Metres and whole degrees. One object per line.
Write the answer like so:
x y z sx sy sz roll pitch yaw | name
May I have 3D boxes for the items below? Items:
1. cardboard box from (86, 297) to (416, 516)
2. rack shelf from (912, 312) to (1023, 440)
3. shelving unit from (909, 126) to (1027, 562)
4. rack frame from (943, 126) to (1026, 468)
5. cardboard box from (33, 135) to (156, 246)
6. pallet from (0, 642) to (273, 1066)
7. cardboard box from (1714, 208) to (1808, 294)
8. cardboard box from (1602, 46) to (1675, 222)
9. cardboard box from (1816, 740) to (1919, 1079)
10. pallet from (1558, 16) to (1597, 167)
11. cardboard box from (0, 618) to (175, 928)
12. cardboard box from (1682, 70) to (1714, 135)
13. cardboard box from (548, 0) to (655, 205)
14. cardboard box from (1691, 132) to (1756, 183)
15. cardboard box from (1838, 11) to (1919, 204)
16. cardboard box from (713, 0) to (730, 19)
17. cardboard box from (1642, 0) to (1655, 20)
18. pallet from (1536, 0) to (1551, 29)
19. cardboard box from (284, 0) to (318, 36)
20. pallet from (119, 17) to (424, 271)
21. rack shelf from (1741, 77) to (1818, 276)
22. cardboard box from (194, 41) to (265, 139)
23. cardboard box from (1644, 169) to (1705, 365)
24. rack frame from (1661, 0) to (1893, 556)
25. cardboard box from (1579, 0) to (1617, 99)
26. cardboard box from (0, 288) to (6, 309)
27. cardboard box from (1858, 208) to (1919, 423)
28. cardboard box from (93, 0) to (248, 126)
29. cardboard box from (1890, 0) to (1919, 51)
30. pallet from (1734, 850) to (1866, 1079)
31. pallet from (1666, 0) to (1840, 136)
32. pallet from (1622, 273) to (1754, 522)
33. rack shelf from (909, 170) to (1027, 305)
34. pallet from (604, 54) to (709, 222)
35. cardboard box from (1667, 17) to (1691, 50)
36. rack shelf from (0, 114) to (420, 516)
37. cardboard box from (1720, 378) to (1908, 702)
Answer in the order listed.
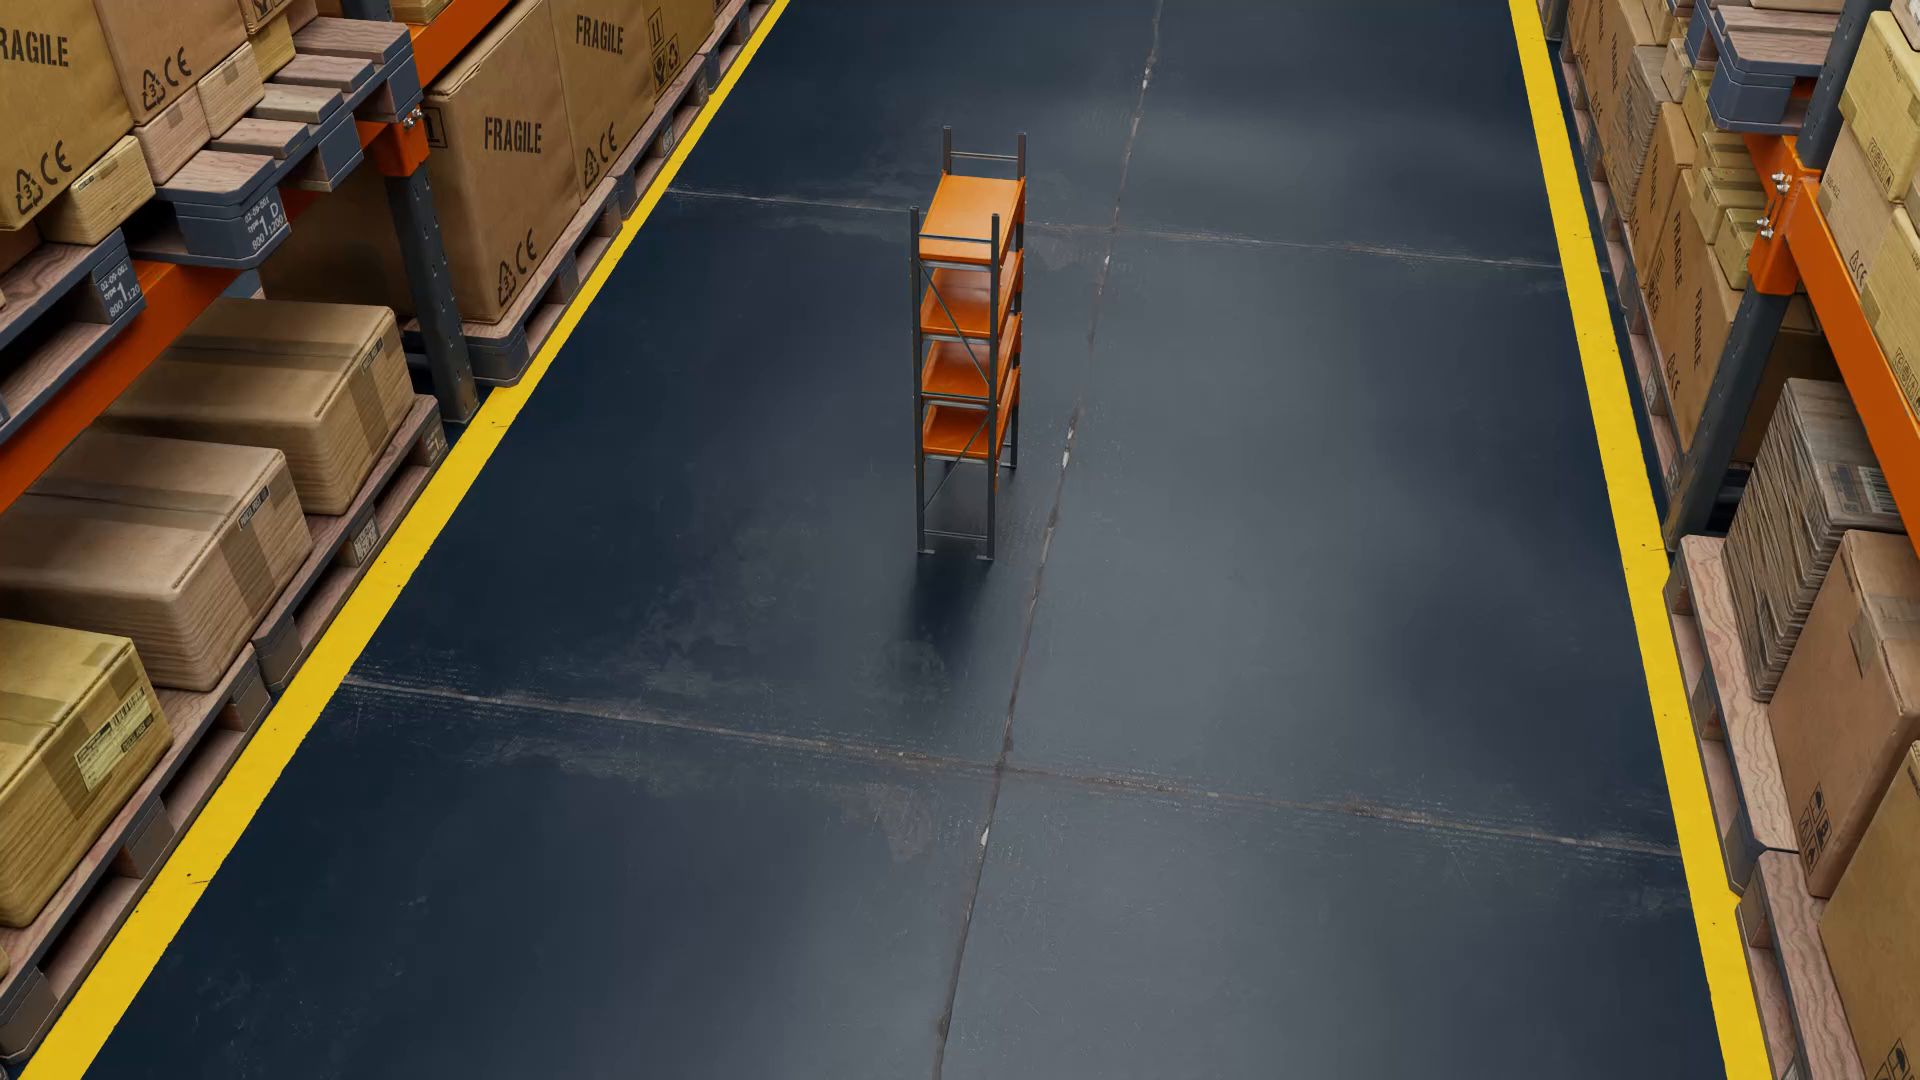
-2.287 -0.434 5.154 0.950 0.372 0.625 4 40 5 | cardboard box
0.029 -0.514 5.036 0.258 0.148 0.480 6 40 8 | rack shelf
0.029 -0.566 4.993 0.258 1.200 0.503 6 40 8 | shelving unit
0.071 -0.719 5.179 0.240 1.200 0.015 6 40 8 | rack frame
-2.064 -0.801 3.733 0.380 0.149 0.250 7 40 8 | cardboard box
-2.529 0.690 4.250 1.003 0.211 1.213 6 40 8 | pallet
2.546 -0.880 5.083 0.380 0.149 0.250 5 40 5 | cardboard box
2.828 -1.551 6.404 0.500 0.500 0.500 5 40 6 | cardboard box
2.367 0.883 3.362 0.875 0.625 0.625 5 40 6 | cardboard box
3.299 -2.015 7.521 1.003 0.211 1.213 6 40 8 | pallet
-2.543 0.505 4.018 0.950 0.372 0.625 8 40 9 | cardboard box
2.785 -1.532 5.873 0.380 0.149 0.250 6 40 7 | cardboard box
-1.819 -1.965 6.611 0.875 0.875 0.875 7 40 8 | cardboard box
2.652 -1.215 5.489 0.380 0.149 0.250 5 40 6 | cardboard box
2.368 -0.980 3.806 0.500 0.250 0.500 6 40 8 | cardboard box
-1.515 -3.094 7.976 0.875 0.875 0.875 8 40 9 | cardboard box
2.960 -2.186 6.663 0.380 0.149 0.250 6 40 8 | cardboard box
3.522 -2.960 8.665 1.003 0.211 1.213 6 40 8 | pallet
-2.004 -1.472 4.544 0.380 0.149 0.250 8 40 9 | cardboard box
-2.197 -1.106 4.384 1.213 0.211 1.003 6 40 8 | pallet
3.057 -2.072 5.966 1.077 0.370 4.000 6 40 8 | rack shelf
-1.979 -1.133 4.134 0.380 0.149 0.250 6 40 7 | cardboard box
2.669 -0.894 5.610 0.500 0.500 0.500 6 40 7 | cardboard box
2.710 -1.094 4.219 1.000 3.000 0.127 6 40 8 | rack frame
3.015 -2.189 7.175 0.500 0.500 0.500 6 40 7 | cardboard box
-2.194 -0.491 3.357 0.380 0.149 0.250 5 40 6 | cardboard box
2.301 -0.469 3.581 0.500 0.250 0.500 6 40 7 | cardboard box
-2.063 -1.312 3.842 0.500 0.500 0.500 6 40 7 | cardboard box
2.365 -1.215 3.778 0.380 0.149 0.250 8 40 9 | cardboard box
2.316 1.257 3.564 1.003 0.211 1.213 6 40 8 | pallet
2.759 -1.453 4.804 1.213 0.211 1.003 6 40 8 | pallet
2.877 -0.483 5.669 1.003 0.211 1.213 6 40 8 | pallet
0.029 -0.869 4.743 0.258 0.148 0.480 6 40 8 | rack shelf
-1.755 -1.814 7.278 1.003 0.211 1.213 6 40 8 | pallet
2.896 -1.858 6.266 0.380 0.149 0.250 7 40 8 | cardboard box
-2.525 -0.106 3.589 1.077 0.370 4.000 6 40 8 | rack shelf
2.589 0.050 4.370 0.875 0.625 0.625 8 40 9 | cardboard box
